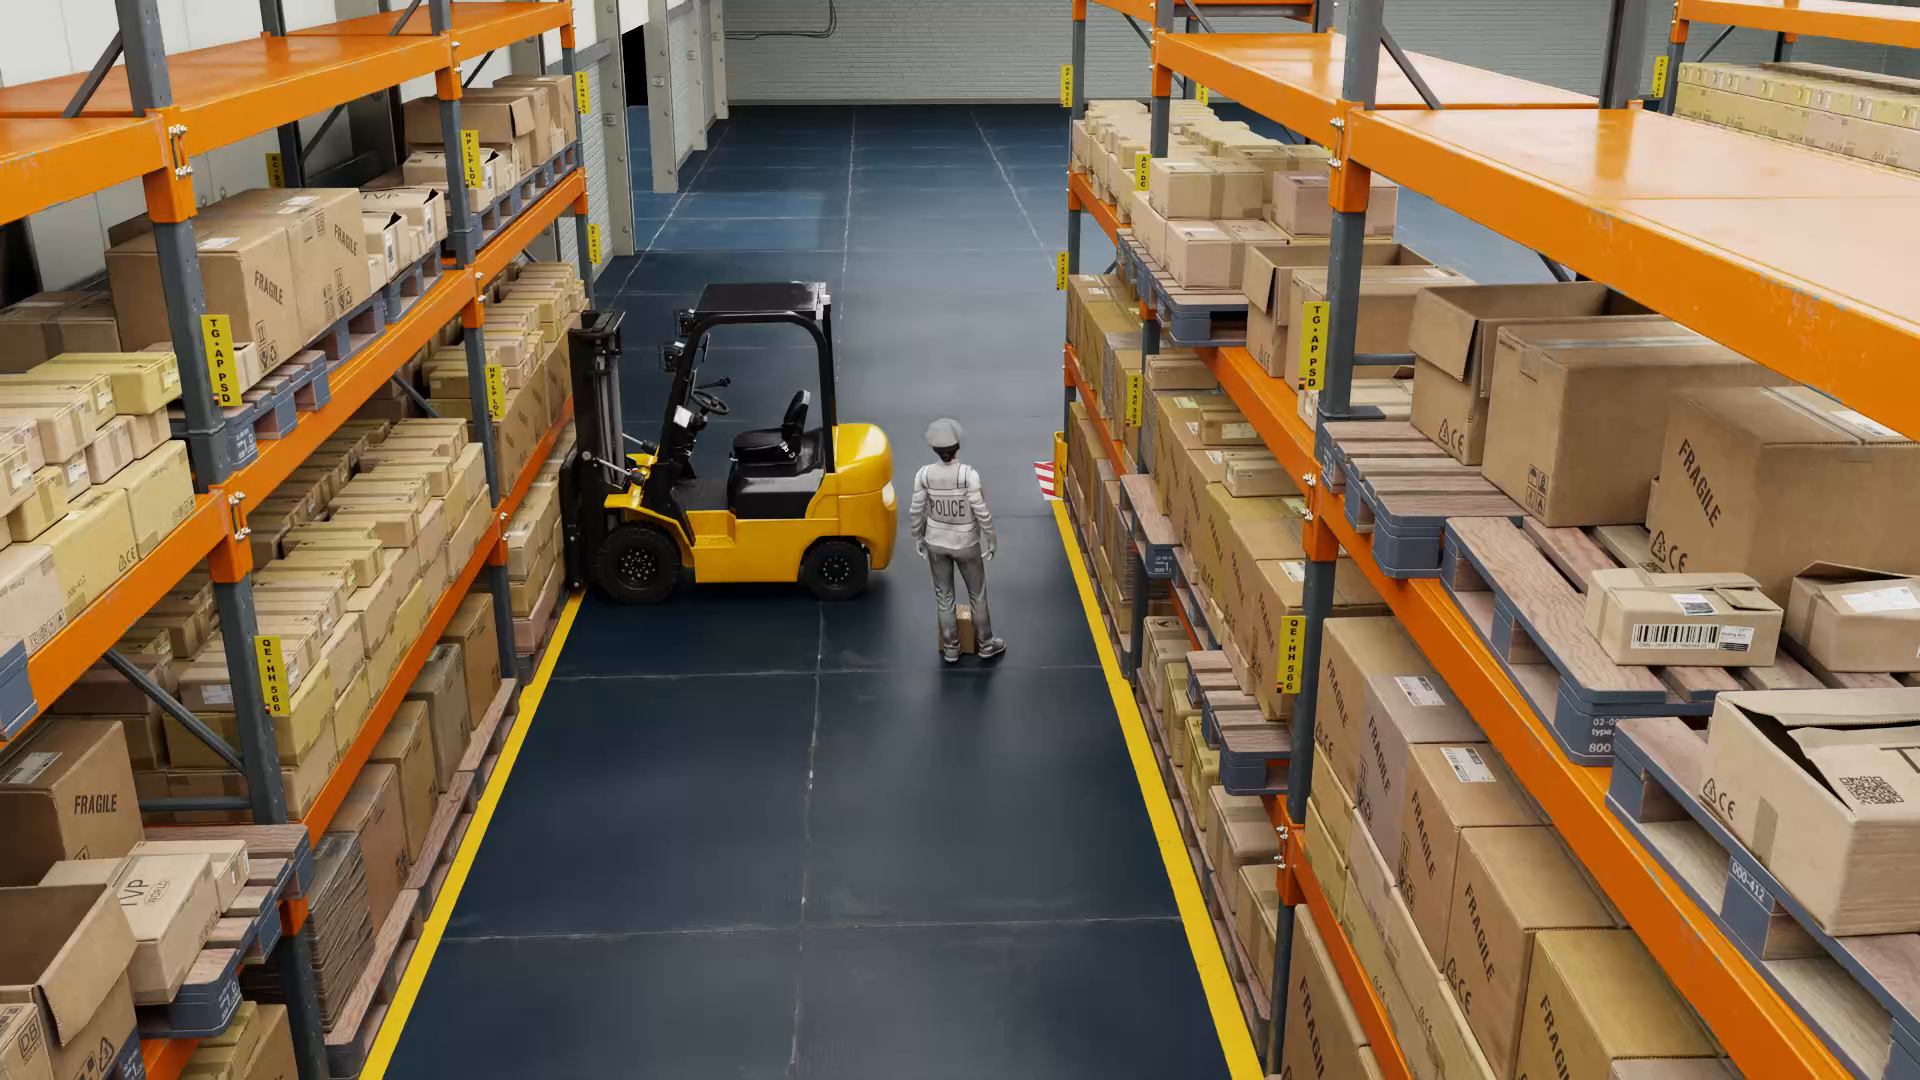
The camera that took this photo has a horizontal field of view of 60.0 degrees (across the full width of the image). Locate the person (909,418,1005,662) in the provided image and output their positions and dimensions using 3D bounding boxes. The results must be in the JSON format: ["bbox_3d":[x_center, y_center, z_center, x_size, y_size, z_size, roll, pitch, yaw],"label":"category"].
[{"bbox_3d":[-0.025,-0.003,11.012,0.588,1.697,0.533,6,21,15],"label":"person"}]
